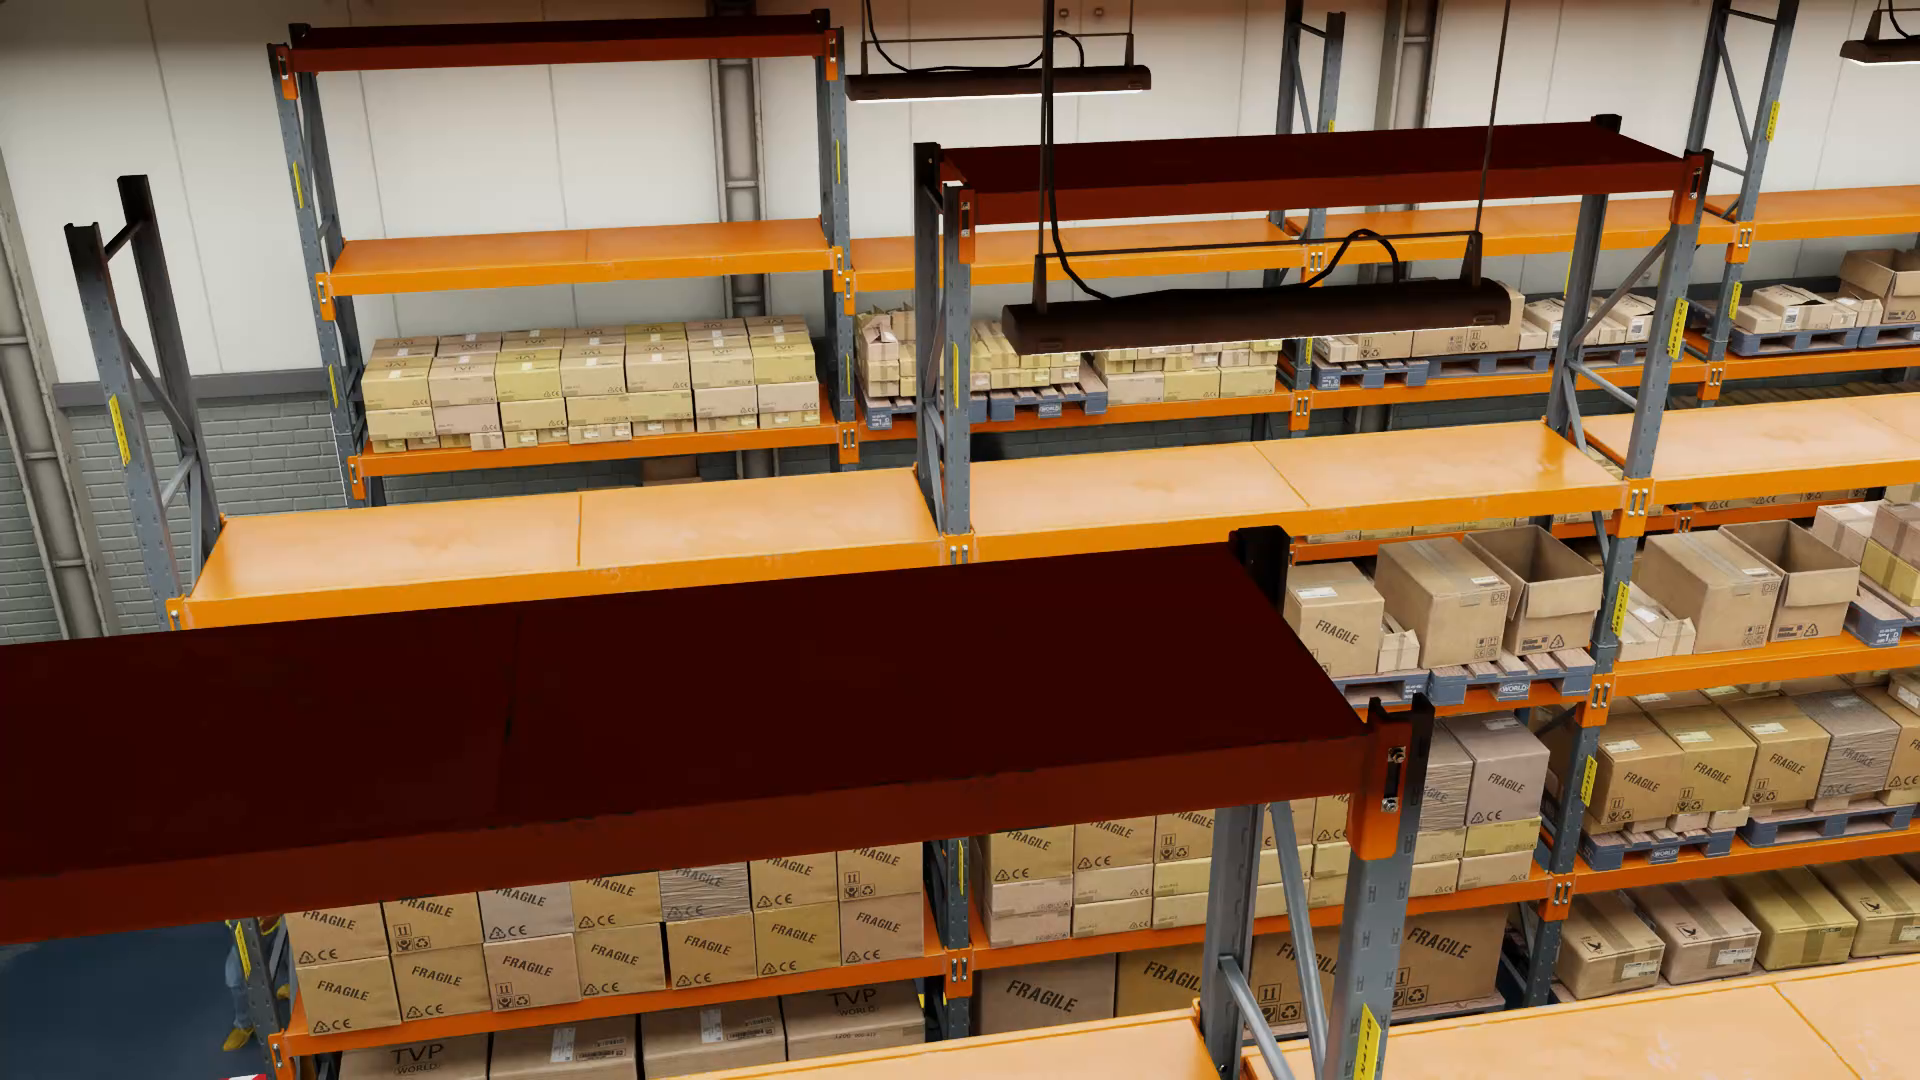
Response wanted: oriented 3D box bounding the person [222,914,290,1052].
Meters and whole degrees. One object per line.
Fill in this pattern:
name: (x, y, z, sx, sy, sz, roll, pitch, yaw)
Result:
person: (-4.666, 2.542, 11.031, 0.700, 1.818, 0.764, 22, 34, 38)
